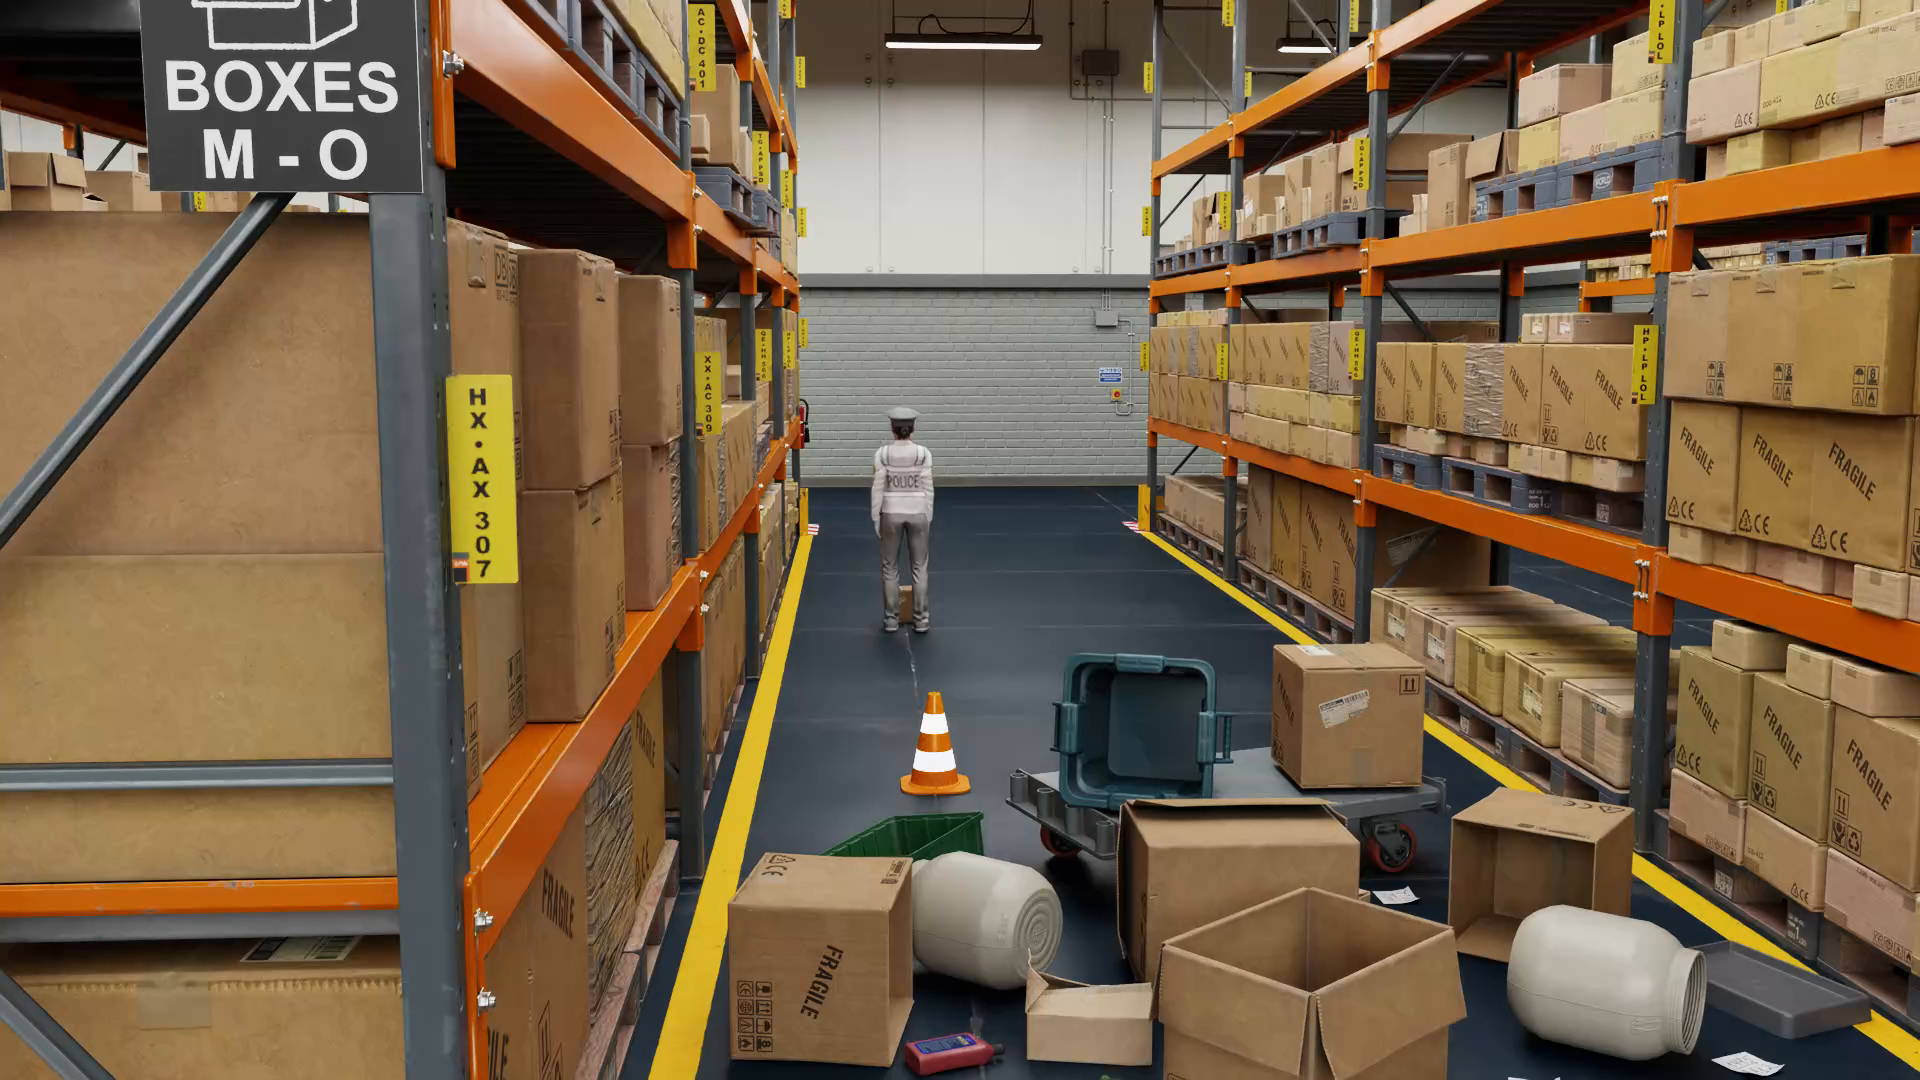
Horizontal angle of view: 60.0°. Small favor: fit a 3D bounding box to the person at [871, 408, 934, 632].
[{"bbox_3d":[-0.430,-0.147,12.433,0.466,1.673,0.333,0,7,-2],"label":"person"}]
